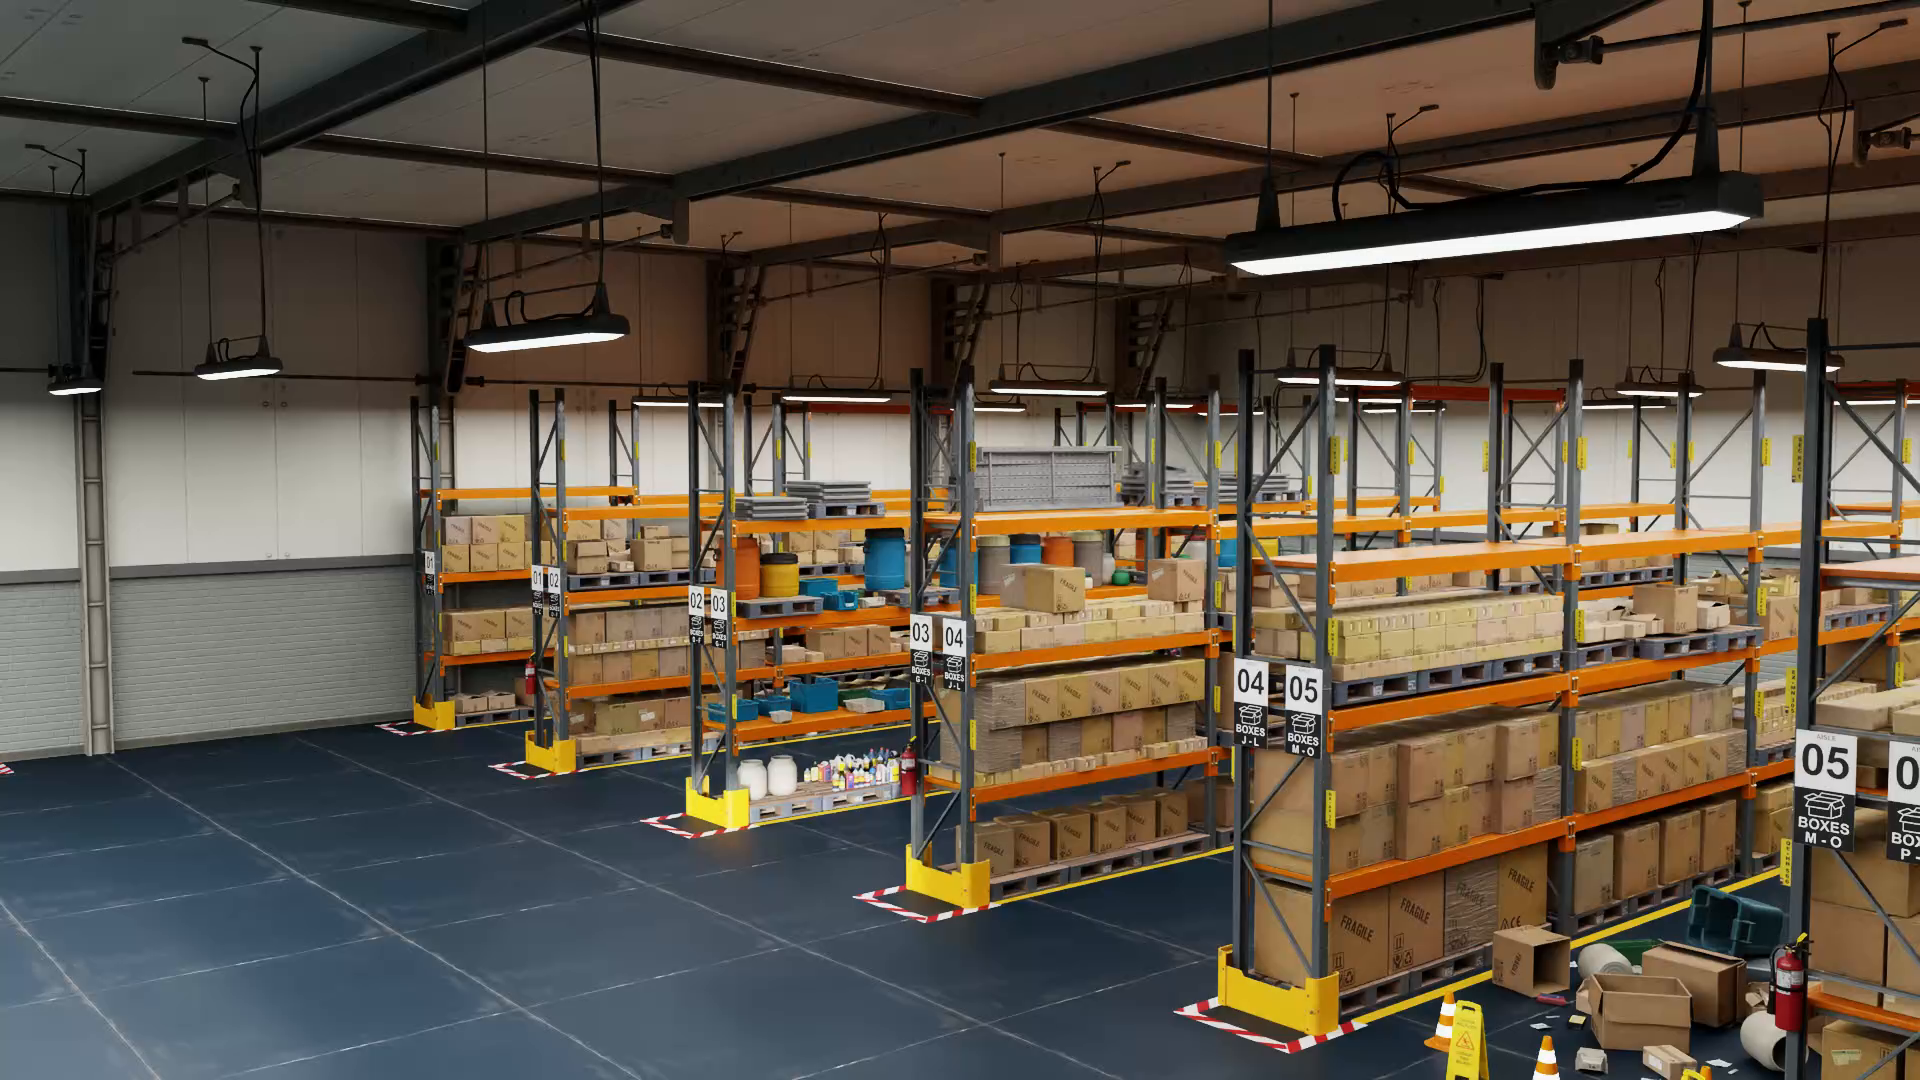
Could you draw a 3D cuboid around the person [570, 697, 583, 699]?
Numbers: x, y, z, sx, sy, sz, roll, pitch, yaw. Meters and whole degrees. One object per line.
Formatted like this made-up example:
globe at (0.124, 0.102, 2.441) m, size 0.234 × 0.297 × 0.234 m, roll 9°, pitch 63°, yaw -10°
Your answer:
person at (-6.738, 2.622, 28.842) m, size 0.549 × 1.711 × 0.691 m, roll 1°, pitch 4°, yaw 22°
